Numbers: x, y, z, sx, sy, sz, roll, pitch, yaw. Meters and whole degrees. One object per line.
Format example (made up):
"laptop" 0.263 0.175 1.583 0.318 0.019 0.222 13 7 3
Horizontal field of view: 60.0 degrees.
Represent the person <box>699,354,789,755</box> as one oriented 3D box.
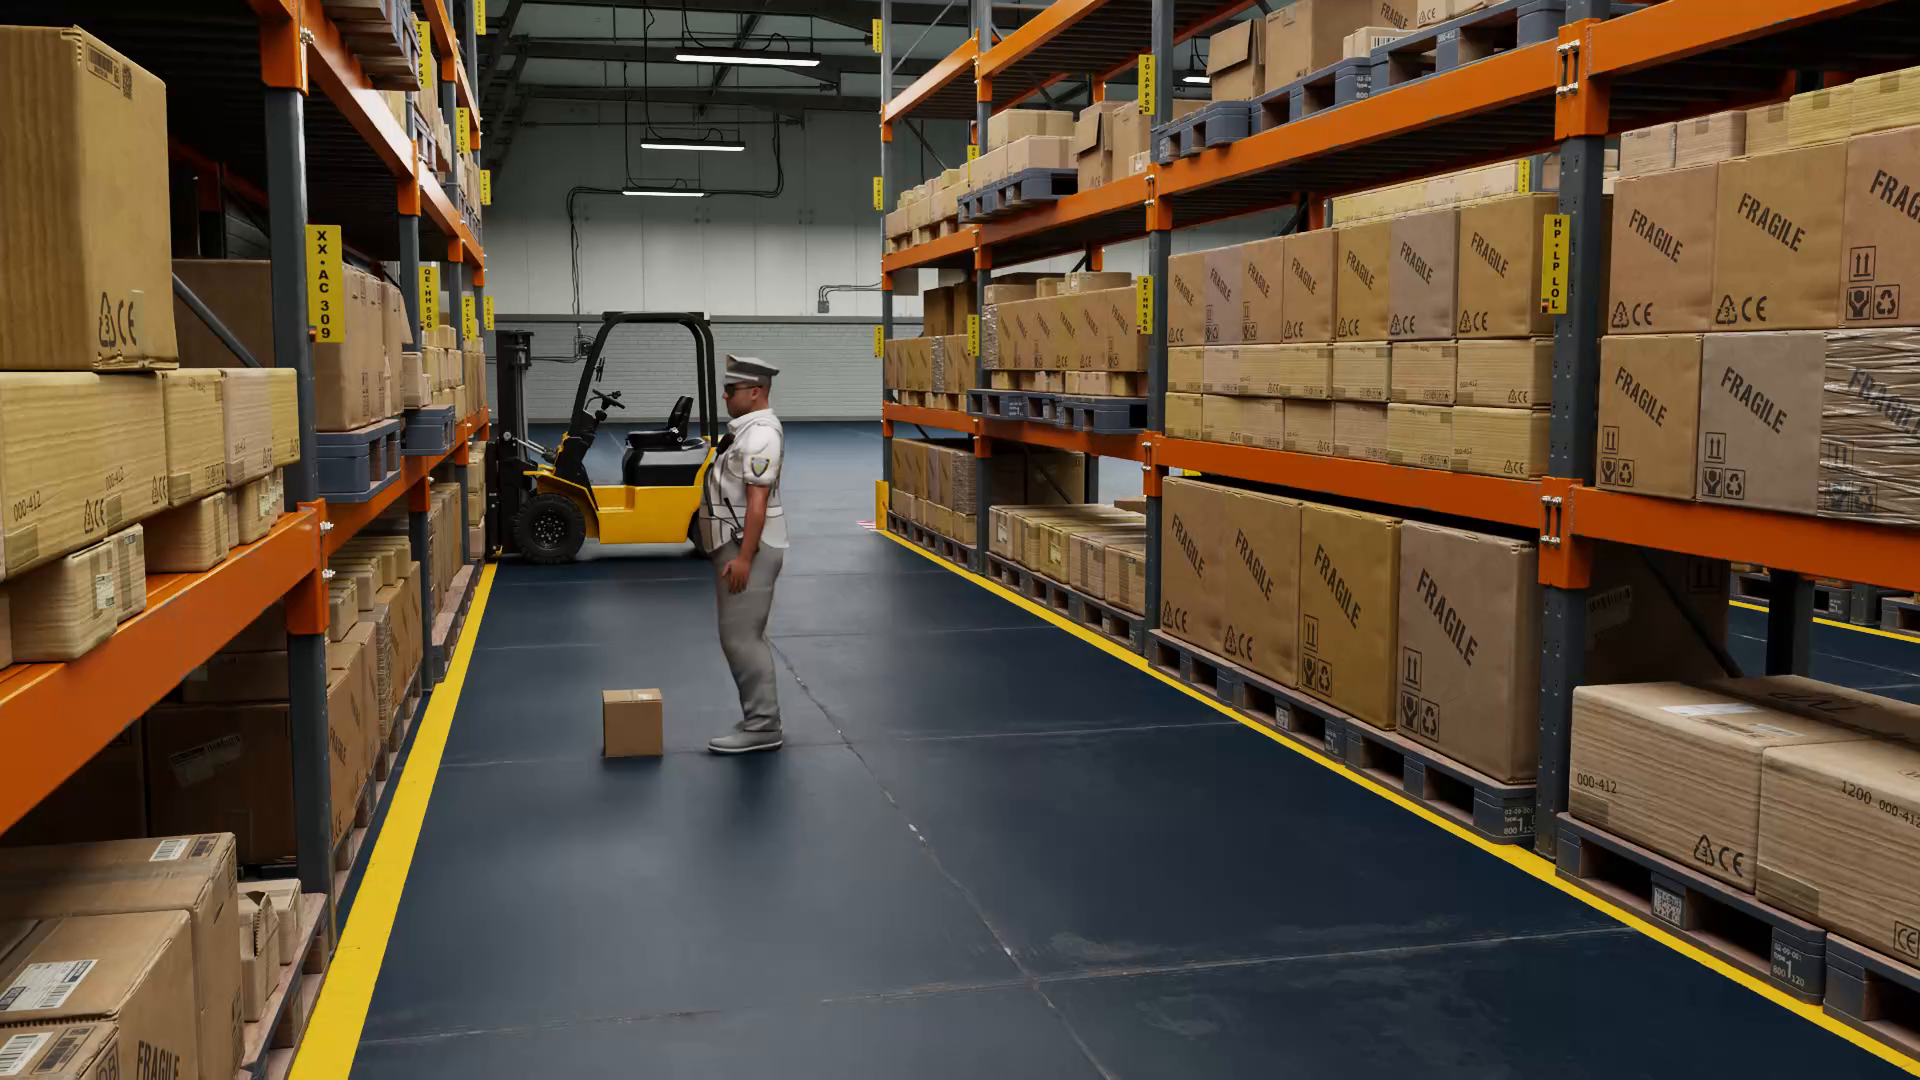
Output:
"person" -0.961 0.067 7.403 0.392 1.778 0.529 -1 6 -12
